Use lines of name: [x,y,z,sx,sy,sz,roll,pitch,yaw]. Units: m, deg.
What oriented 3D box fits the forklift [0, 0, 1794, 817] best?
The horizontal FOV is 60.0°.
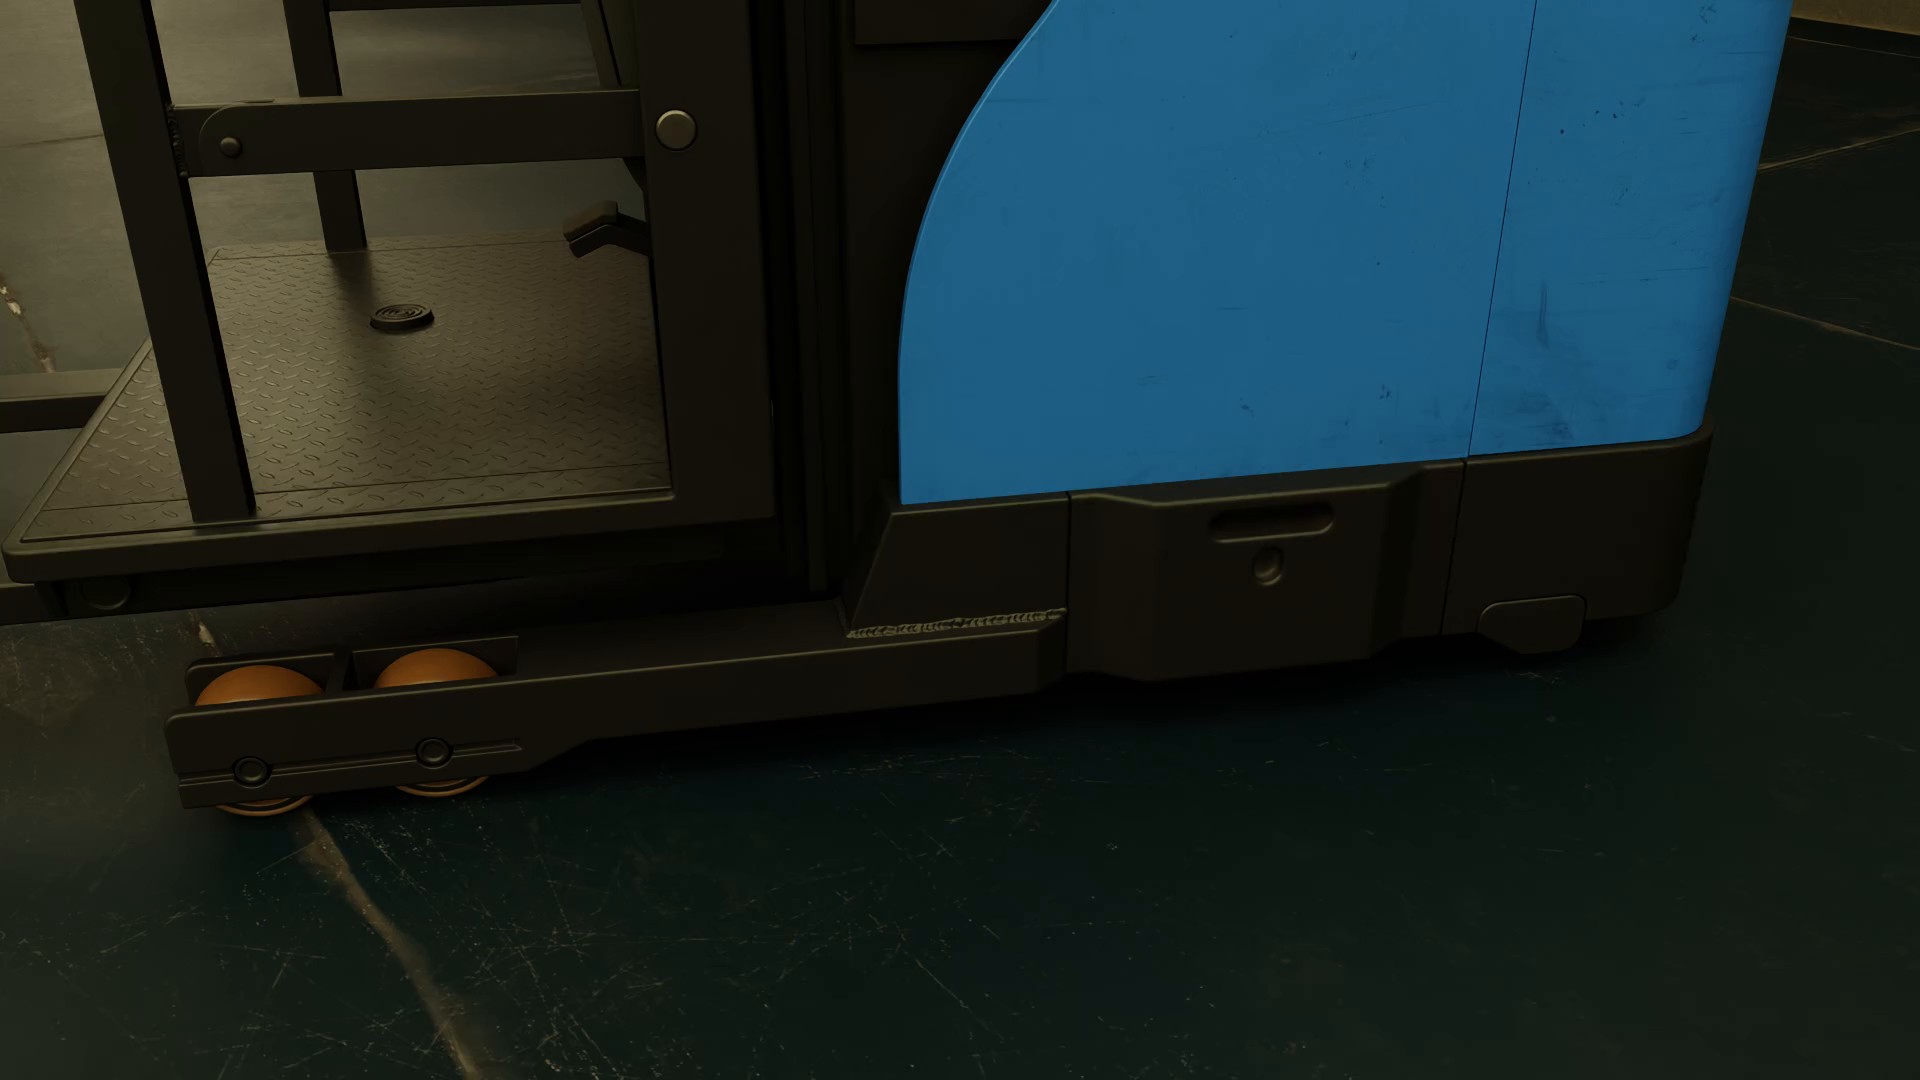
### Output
forklift: [-0.610,-1.256,1.735,3.031,2.935,1.130,-5,27,-10]
